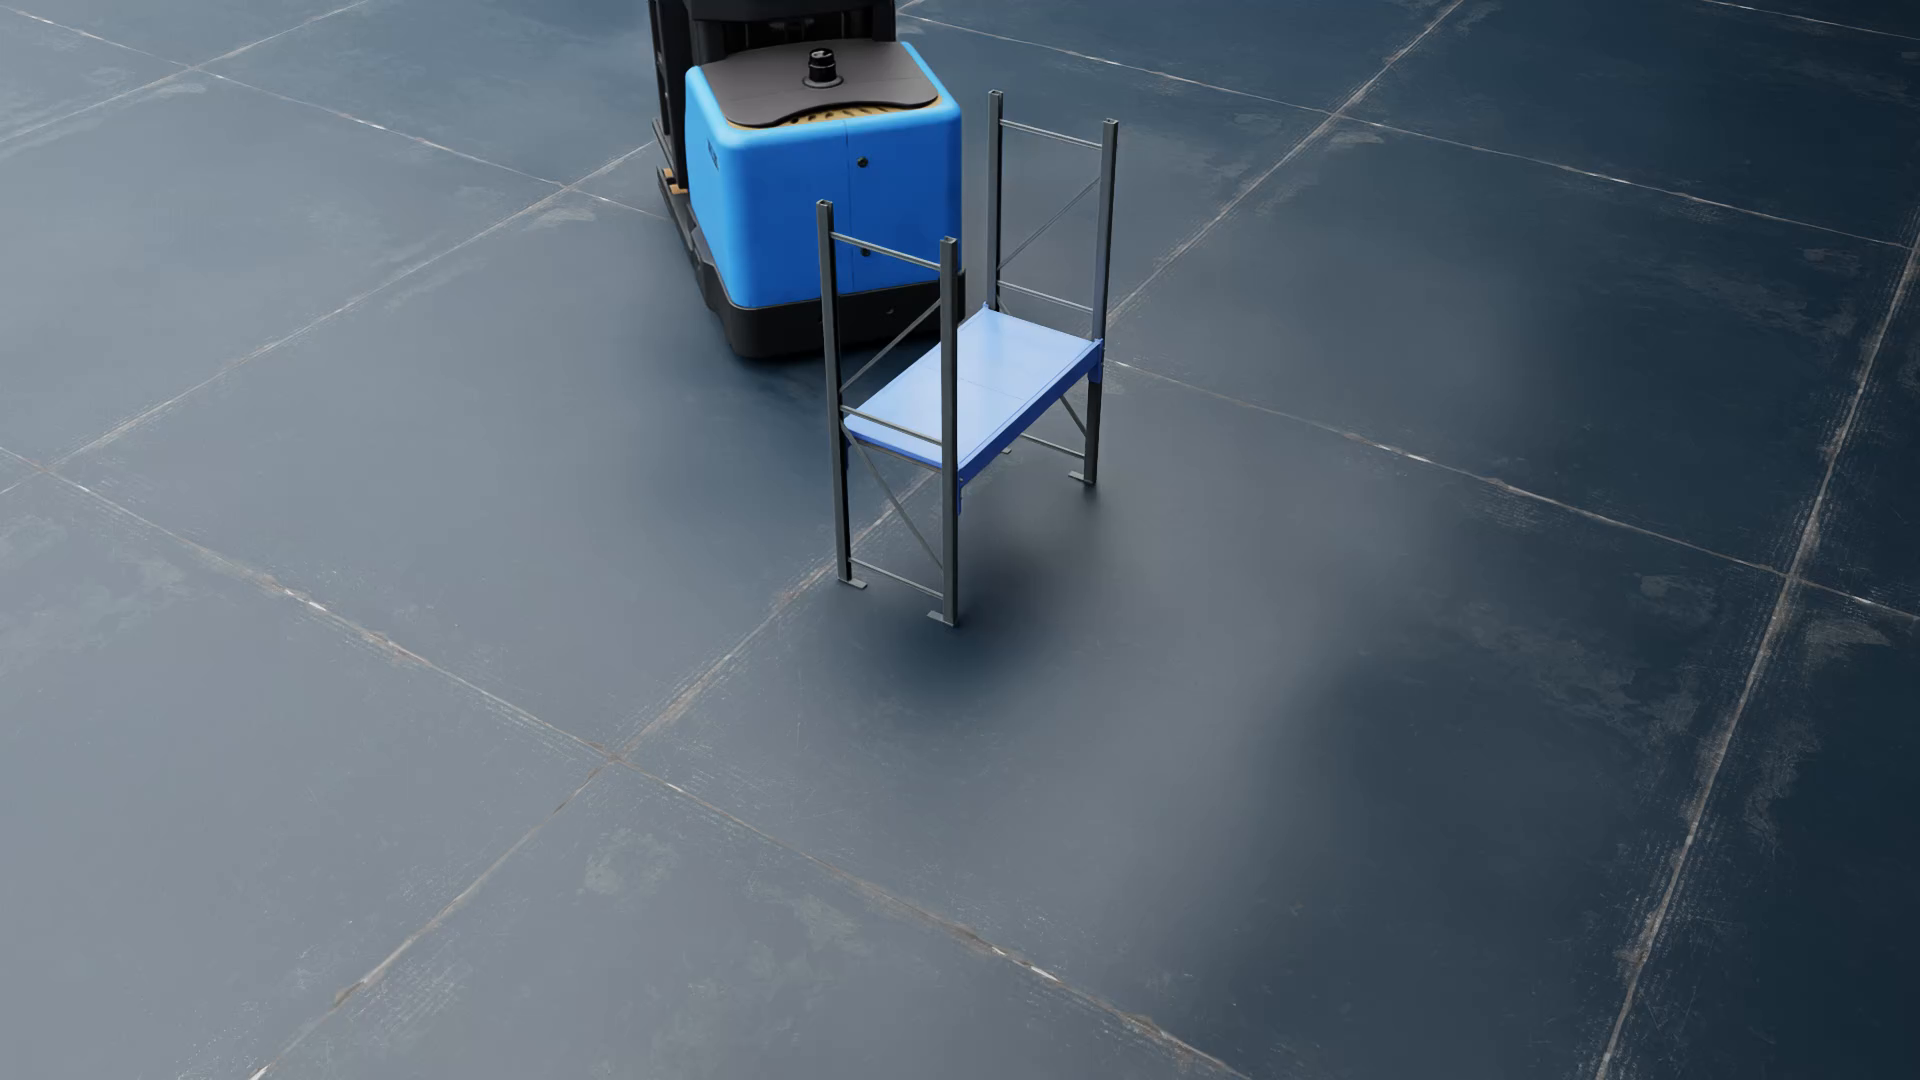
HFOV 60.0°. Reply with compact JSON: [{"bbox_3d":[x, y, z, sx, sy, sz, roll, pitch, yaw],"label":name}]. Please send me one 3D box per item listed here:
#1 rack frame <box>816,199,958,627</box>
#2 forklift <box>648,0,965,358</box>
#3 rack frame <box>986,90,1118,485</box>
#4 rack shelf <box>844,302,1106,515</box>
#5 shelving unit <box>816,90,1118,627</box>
[{"bbox_3d":[-0.227,-0.376,5.509,0.500,1.500,0.032,21,42,25],"label":"rack frame"},{"bbox_3d":[-0.908,-2.846,7.541,1.130,2.935,3.031,-11,39,-14],"label":"forklift"},{"bbox_3d":[0.318,-0.900,6.189,0.500,1.500,0.032,21,42,25],"label":"rack frame"},{"bbox_3d":[0.046,-0.496,5.959,0.538,0.185,1.000,21,42,25],"label":"rack shelf"},{"bbox_3d":[0.046,-0.638,5.849,0.538,1.500,1.048,21,42,25],"label":"shelving unit"}]
